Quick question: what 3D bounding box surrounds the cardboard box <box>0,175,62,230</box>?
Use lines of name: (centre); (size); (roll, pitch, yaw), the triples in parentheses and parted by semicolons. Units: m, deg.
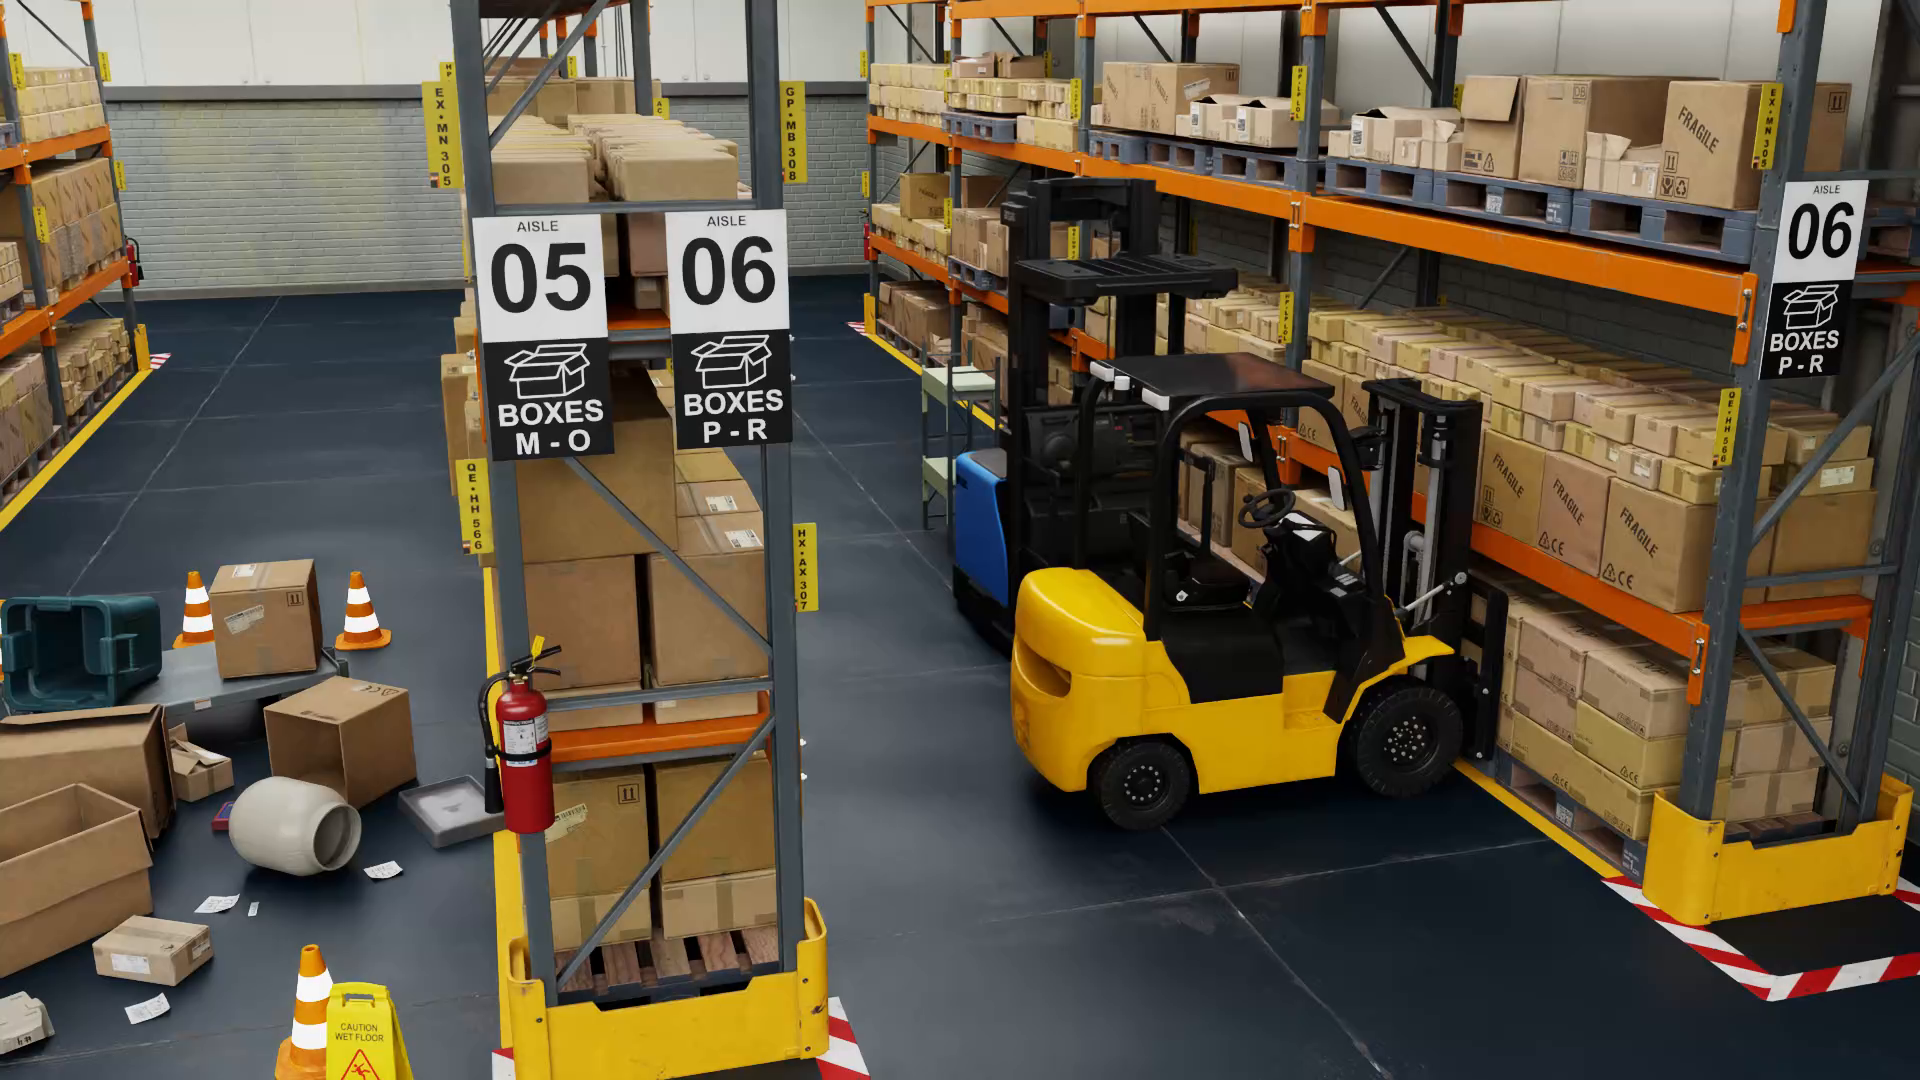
cardboard box: (-9.154, -3.299, 16.292); (0.500, 0.500, 0.500); (-5, 18, -17)

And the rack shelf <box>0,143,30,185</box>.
rack shelf: (-8.558, -2.882, 13.370); (1.077, 0.370, 4.000); (-5, 17, -15)

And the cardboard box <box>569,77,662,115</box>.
cardboard box: (-2.099, -2.686, 10.127); (0.500, 0.250, 0.500); (-5, 17, -16)

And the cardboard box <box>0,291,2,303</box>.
cardboard box: (-8.601, -2.120, 14.502); (0.380, 0.149, 0.250); (-6, 18, -18)

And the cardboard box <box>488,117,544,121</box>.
cardboard box: (-2.305, -2.066, 8.451); (0.380, 0.149, 0.250); (-4, 17, -14)

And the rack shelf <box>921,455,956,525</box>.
rack shelf: (0.002, -0.404, 12.824); (0.431, 0.370, 0.720); (-5, 17, -15)

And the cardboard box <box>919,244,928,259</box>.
cardboard box: (-0.265, -3.388, 19.452); (0.380, 0.149, 0.250); (-5, 17, -16)

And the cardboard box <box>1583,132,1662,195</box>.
cardboard box: (3.104, -1.734, 7.625); (0.396, 0.266, 0.258); (-5, 17, -15)

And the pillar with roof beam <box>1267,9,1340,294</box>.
pillar with roof beam: (-1.419, -4.293, 11.603); (9.100, 9.000, 0.400); (-5, 17, -15)

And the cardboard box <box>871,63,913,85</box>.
cardboard box: (-0.823, -5.867, 20.930); (0.500, 0.250, 0.500); (-5, 17, -16)

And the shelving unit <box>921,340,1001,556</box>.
shelving unit: (0.002, -0.716, 12.730); (0.431, 1.500, 0.755); (-5, 17, -15)

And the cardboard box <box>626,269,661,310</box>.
cardboard box: (-1.015, -0.943, 6.099); (0.380, 0.149, 0.250); (-5, 18, -17)

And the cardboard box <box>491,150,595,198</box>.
cardboard box: (-1.489, -1.286, 5.857); (0.380, 0.149, 0.250); (-4, 17, -14)

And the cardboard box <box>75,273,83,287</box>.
cardboard box: (-9.279, -2.688, 17.123); (0.380, 0.149, 0.250); (-4, 17, -13)

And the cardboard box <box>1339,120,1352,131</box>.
cardboard box: (2.550, -2.759, 11.242); (0.380, 0.149, 0.250); (-5, 17, -15)

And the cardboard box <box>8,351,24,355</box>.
cardboard box: (-9.799, -1.823, 17.000); (0.380, 0.149, 0.250); (-6, 18, -18)

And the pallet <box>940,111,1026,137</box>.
pallet: (0.507, -4.317, 17.222); (1.213, 0.211, 1.003); (-5, 17, -15)

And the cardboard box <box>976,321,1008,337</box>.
cardboard box: (0.389, -2.280, 17.816); (0.380, 0.149, 0.250); (-5, 17, -17)

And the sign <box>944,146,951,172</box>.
sign: (-0.164, -5.007, 21.845); (0.100, 0.325, 0.005); (-5, 17, -15)

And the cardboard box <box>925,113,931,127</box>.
cardboard box: (-0.180, -4.760, 18.807); (0.380, 0.149, 0.250); (-5, 17, -15)

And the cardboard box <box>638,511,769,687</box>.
cardboard box: (-0.942, 0.213, 6.338); (0.500, 0.500, 0.500); (-5, 17, -16)

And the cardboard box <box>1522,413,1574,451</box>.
cardboard box: (3.042, -0.554, 8.280); (0.380, 0.149, 0.250); (-5, 18, -17)

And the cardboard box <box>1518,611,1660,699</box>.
cardboard box: (3.121, 0.556, 8.197); (0.500, 0.250, 0.500); (-4, 17, -14)

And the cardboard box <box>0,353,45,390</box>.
cardboard box: (-8.660, -1.521, 15.112); (0.500, 0.250, 0.500); (-5, 17, -17)

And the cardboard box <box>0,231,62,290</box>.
cardboard box: (-9.001, -2.691, 16.005); (0.500, 0.500, 0.500); (-5, 17, -16)

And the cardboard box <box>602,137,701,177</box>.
cardboard box: (-1.231, -1.535, 6.684); (0.380, 0.149, 0.250); (-5, 17, -16)

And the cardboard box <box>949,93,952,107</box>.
cardboard box: (0.095, -4.608, 17.396); (0.380, 0.149, 0.250); (-4, 17, -14)

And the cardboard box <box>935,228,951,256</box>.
cardboard box: (0.021, -3.349, 18.629); (0.500, 0.250, 0.500); (-4, 17, -14)

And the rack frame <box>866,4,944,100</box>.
rack frame: (-0.704, -7.136, 21.066); (1.000, 3.000, 0.127); (-5, 17, -15)

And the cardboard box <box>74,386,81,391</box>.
cardboard box: (-9.090, -1.444, 16.770); (0.380, 0.149, 0.250); (-5, 17, -16)

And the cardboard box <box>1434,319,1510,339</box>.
cardboard box: (3.087, -1.235, 10.032); (0.380, 0.149, 0.250); (-5, 17, -16)

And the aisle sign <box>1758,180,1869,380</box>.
aisle sign: (3.429, -1.041, 6.684); (0.394, 0.787, 0.004); (-5, 17, -15)

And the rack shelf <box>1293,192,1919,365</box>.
rack shelf: (3.144, -1.482, 8.709); (1.077, 0.370, 4.000); (-5, 17, -15)

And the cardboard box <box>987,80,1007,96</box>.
cardboard box: (0.476, -4.396, 16.174); (0.380, 0.149, 0.250); (-5, 17, -15)

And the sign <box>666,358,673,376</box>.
sign: (-1.658, -1.010, 9.594); (0.100, 0.325, 0.005); (-5, 17, -15)

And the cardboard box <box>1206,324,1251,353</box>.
cardboard box: (2.065, -1.368, 11.685); (0.500, 0.250, 0.500); (-5, 17, -17)

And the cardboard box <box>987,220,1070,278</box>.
cardboard box: (0.672, -2.893, 16.467); (0.700, 0.500, 0.500); (-5, 17, -16)

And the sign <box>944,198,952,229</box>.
sign: (-0.124, -3.526, 17.971); (0.100, 0.325, 0.005); (-5, 17, -15)

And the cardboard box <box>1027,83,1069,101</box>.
cardboard box: (0.831, -4.109, 15.254); (0.380, 0.149, 0.250); (-5, 17, -16)

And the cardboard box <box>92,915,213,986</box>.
cardboard box: (-3.380, 1.719, 6.970); (0.380, 0.149, 0.250); (4, 17, 13)

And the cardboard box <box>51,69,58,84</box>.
cardboard box: (-9.354, -4.677, 16.793); (0.380, 0.149, 0.250); (-5, 17, -17)

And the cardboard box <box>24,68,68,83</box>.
cardboard box: (-9.511, -4.820, 17.268); (0.380, 0.149, 0.250); (-4, 17, -14)

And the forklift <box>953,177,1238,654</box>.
forklift: (0.920, -0.611, 9.891); (1.130, 2.935, 3.031); (-6, 18, -18)

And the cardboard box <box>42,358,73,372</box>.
cardboard box: (-9.139, -1.723, 16.665); (0.380, 0.149, 0.250); (-5, 17, -16)

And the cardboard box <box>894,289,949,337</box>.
cardboard box: (-0.429, -2.850, 20.843); (0.700, 0.500, 0.500); (-4, 17, -13)

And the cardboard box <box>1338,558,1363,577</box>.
cardboard box: (2.571, 0.230, 10.152); (0.500, 0.250, 0.500); (-5, 17, -16)

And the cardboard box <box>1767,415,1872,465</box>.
cardboard box: (3.807, -0.448, 7.410); (0.380, 0.149, 0.250); (-5, 17, -16)

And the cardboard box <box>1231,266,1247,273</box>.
cardboard box: (2.105, -2.132, 13.534); (0.380, 0.149, 0.250); (-5, 17, -16)

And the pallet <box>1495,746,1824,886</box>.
pallet: (3.443, 1.290, 8.290); (1.003, 0.211, 1.213); (-5, 17, -15)

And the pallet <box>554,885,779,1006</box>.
pallet: (-1.288, 1.643, 7.114); (1.003, 0.211, 1.213); (-5, 17, -15)

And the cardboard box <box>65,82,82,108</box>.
cardboard box: (-9.556, -4.664, 17.441); (0.500, 0.250, 0.500); (-4, 17, -14)

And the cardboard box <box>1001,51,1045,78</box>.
cardboard box: (0.650, -4.913, 17.175); (0.396, 0.266, 0.258); (-5, 17, -15)

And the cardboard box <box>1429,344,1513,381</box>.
cardboard box: (2.827, -0.983, 9.191); (0.380, 0.149, 0.250); (-5, 17, -15)

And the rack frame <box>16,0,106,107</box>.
rack frame: (-10.207, -6.323, 18.360); (1.000, 3.000, 0.127); (-5, 17, -15)

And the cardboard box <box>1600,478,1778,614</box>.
cardboard box: (3.306, 0.000, 7.565); (0.500, 0.500, 0.500); (-5, 17, -16)

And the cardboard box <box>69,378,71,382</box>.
cardboard box: (-9.157, -1.575, 16.689); (0.380, 0.149, 0.250); (-5, 17, -16)

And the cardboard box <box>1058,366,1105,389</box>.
cardboard box: (1.116, -1.481, 15.156); (0.380, 0.149, 0.250); (-6, 18, -18)

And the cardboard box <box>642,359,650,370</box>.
cardboard box: (-2.030, -1.094, 9.958); (0.500, 0.500, 0.500); (-4, 17, -14)
